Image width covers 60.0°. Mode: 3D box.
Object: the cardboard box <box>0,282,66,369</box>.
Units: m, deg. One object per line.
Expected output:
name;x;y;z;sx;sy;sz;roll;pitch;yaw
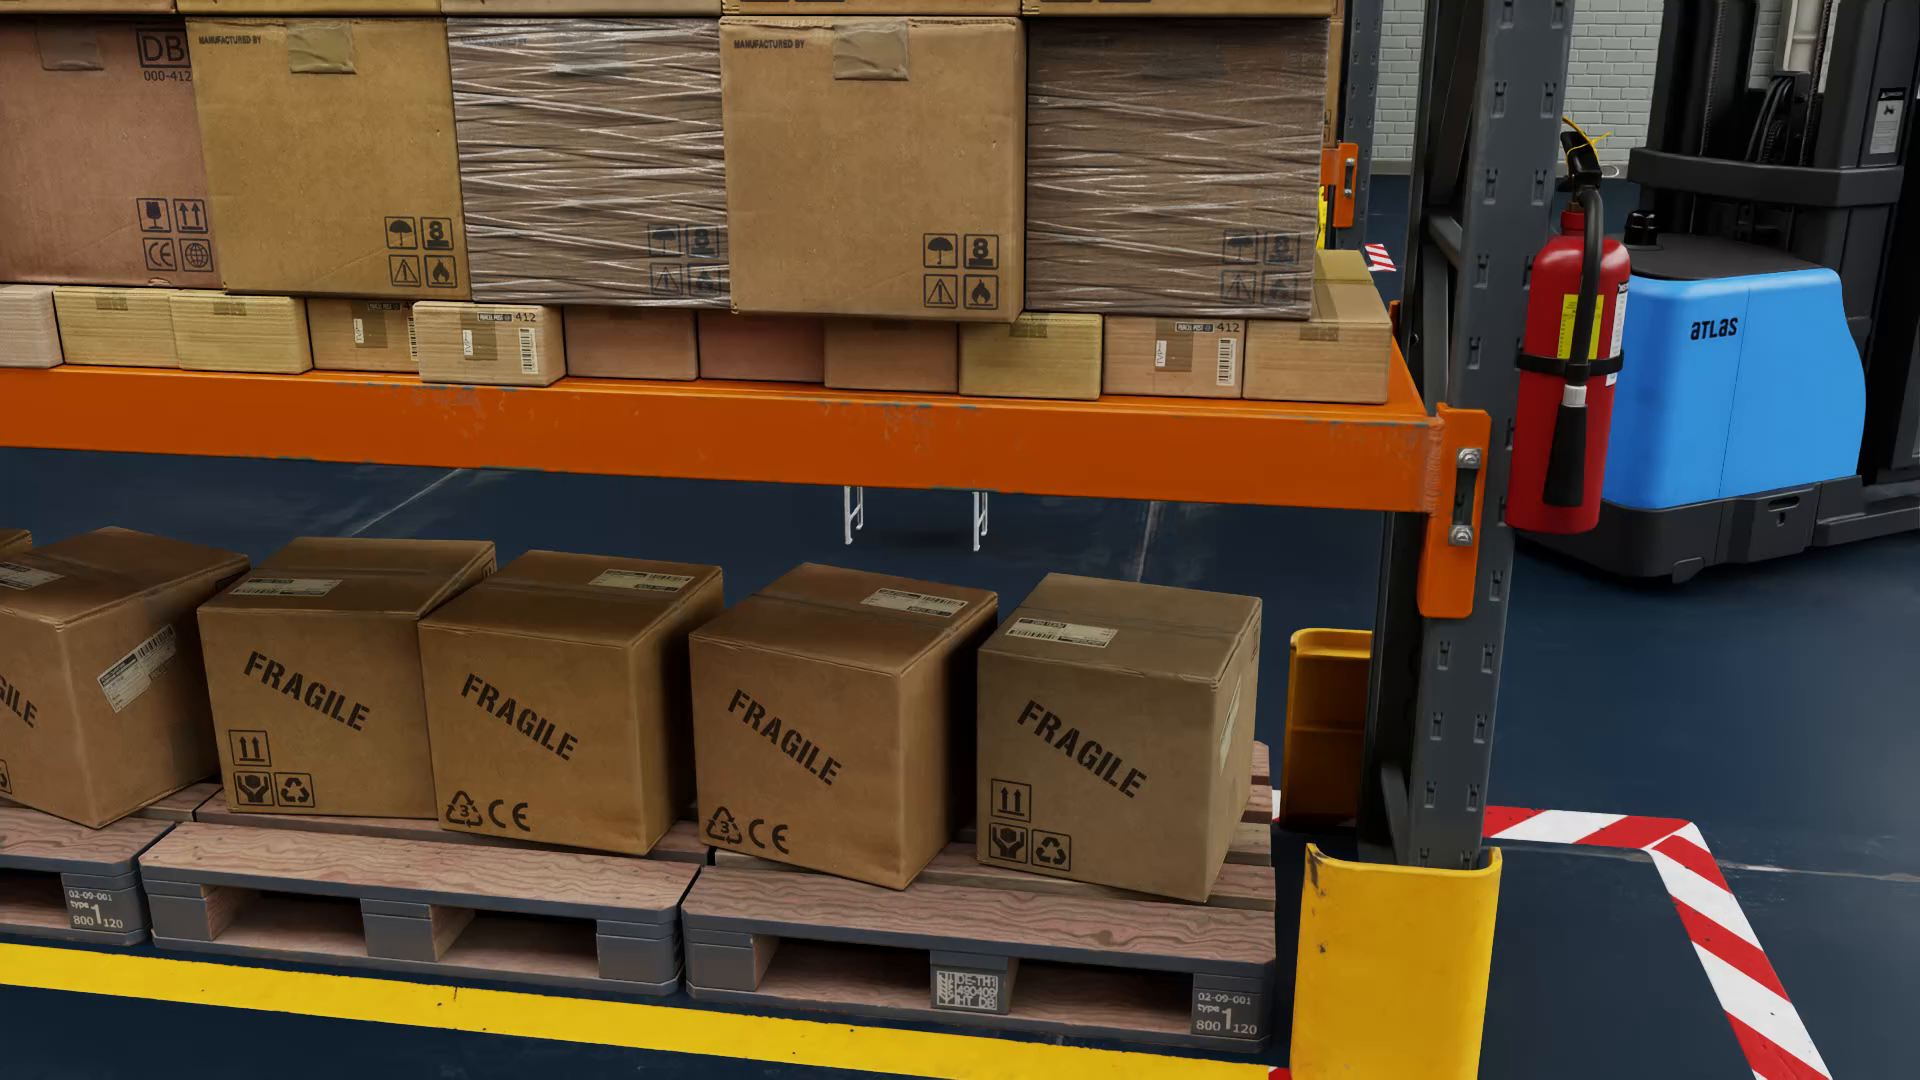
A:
cardboard box;-1.834;-0.461;3.348;0.250;0.149;0.380;3;19;9

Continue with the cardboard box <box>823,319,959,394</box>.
cardboard box;-0.094;-0.396;3.156;0.250;0.149;0.380;3;19;9

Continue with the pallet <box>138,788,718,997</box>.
pallet;-1.106;0.665;3.982;1.213;0.211;1.003;3;19;9

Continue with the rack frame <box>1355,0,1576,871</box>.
rack frame;0.966;-0.539;3.187;0.127;3.000;1.000;3;19;9

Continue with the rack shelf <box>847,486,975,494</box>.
rack shelf;-0.163;-0.289;6.234;0.480;0.148;0.258;3;19;9

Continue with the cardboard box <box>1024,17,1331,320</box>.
cardboard box;0.427;-0.764;3.232;0.500;0.500;0.875;3;19;9

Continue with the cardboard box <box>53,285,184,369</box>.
cardboard box;-1.581;-0.461;3.350;0.250;0.149;0.380;3;19;9

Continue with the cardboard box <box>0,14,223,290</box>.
cardboard box;-1.551;-0.857;3.511;0.500;0.500;0.875;3;19;9

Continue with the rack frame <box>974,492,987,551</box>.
rack frame;0.077;-0.565;6.101;0.015;1.200;0.240;3;19;9

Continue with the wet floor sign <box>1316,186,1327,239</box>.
wet floor sign;2.556;-2.183;11.809;0.232;0.644;0.267;10;21;27

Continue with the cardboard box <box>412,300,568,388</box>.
cardboard box;-0.846;-0.412;3.204;0.250;0.149;0.380;3;19;9

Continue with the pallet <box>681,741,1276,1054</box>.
pallet;0.095;0.727;3.796;1.213;0.211;1.003;3;19;9

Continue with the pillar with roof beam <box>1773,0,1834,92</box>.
pillar with roof beam;8.018;-6.711;12.178;0.400;9.000;9.100;3;19;9

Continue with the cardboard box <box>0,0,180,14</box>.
cardboard box;-1.592;-1.251;3.112;0.500;0.500;0.500;3;19;9

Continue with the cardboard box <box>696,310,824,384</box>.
cardboard box;-0.334;-0.422;3.233;0.250;0.149;0.380;3;19;9

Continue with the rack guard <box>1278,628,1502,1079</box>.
rack guard;0.891;0.642;3.595;0.348;0.500;1.175;3;19;9

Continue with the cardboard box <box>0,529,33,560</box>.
cardboard box;-2.595;0.278;4.021;0.500;0.500;0.500;2;19;7

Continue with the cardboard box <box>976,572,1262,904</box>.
cardboard box;0.352;0.410;3.627;0.500;0.500;0.500;7;20;19

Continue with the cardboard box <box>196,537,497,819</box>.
cardboard box;-1.402;0.312;3.922;0.500;0.500;0.500;1;19;4

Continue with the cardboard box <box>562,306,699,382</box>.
cardboard box;-0.585;-0.427;3.249;0.250;0.149;0.380;3;19;9

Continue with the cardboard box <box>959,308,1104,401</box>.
cardboard box;0.150;-0.379;3.104;0.250;0.149;0.380;3;19;9

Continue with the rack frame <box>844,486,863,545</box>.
rack frame;-0.404;-0.590;6.174;0.015;1.200;0.240;3;19;9

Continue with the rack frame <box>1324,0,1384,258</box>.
rack frame;1.853;-2.088;7.816;0.127;3.000;1.000;3;19;9

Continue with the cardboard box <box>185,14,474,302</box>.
cardboard box;-1.064;-0.819;3.397;0.500;0.500;0.875;3;19;9

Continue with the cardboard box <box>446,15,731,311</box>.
cardboard box;-0.572;-0.790;3.311;0.500;0.500;0.875;3;19;9

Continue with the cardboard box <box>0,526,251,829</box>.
cardboard box;-2.028;0.305;3.942;0.500;0.500;0.500;9;21;26

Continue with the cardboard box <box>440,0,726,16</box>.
cardboard box;-0.604;-1.201;2.964;0.500;0.500;0.500;3;19;9

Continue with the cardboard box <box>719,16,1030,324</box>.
cardboard box;-0.085;-0.751;3.195;0.500;0.500;0.875;3;19;9

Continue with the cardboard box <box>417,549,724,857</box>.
cardboard box;-0.858;0.354;3.796;0.500;0.500;0.500;5;19;14

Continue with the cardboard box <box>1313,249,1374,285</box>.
cardboard box;0.723;-0.509;3.493;0.250;0.149;0.380;3;19;9

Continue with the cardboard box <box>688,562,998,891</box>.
cardboard box;-0.243;0.391;3.685;0.500;0.500;0.500;8;20;23

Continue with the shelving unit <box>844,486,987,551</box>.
shelving unit;-0.163;-0.577;6.138;0.503;1.200;0.258;3;19;9

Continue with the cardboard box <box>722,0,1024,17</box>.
cardboard box;-0.111;-1.175;2.887;0.500;0.500;0.500;3;19;9

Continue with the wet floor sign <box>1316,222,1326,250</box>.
wet floor sign;2.195;-1.590;10.039;0.232;0.644;0.267;0;19;-1

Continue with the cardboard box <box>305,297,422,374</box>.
cardboard box;-1.081;-0.447;3.306;0.250;0.149;0.380;3;19;9

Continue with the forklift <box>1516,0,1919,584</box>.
forklift;3.435;-1.537;6.277;3.031;2.935;1.130;-9;20;-24

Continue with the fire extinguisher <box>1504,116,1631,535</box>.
fire extinguisher;1.006;-0.352;2.751;0.183;0.674;0.296;3;19;9

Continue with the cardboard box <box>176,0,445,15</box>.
cardboard box;-1.096;-1.229;3.047;0.500;0.500;0.500;3;19;9

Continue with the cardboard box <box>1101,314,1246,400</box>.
cardboard box;0.405;-0.382;3.115;0.250;0.149;0.380;3;19;9

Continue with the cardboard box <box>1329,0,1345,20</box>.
cardboard box;1.492;-2.702;7.713;0.550;0.550;0.875;3;19;9

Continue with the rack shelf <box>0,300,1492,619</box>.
rack shelf;-1.009;-0.299;3.602;4.000;0.370;1.077;3;19;9

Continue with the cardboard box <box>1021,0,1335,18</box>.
cardboard box;0.384;-1.152;2.817;0.500;0.500;0.500;3;19;9

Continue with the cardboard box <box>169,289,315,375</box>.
cardboard box;-1.336;-0.445;3.302;0.250;0.149;0.380;3;19;9

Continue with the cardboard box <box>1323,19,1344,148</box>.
cardboard box;1.479;-2.164;7.806;0.550;0.550;0.875;3;19;9

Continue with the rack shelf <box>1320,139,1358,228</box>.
rack shelf;-0.122;-1.847;8.231;4.000;0.370;1.077;3;19;9

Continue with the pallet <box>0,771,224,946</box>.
pallet;-2.315;0.605;4.163;1.213;0.211;1.003;3;19;9

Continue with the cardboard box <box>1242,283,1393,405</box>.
cardboard box;0.652;-0.370;3.077;0.250;0.149;0.380;3;19;9
